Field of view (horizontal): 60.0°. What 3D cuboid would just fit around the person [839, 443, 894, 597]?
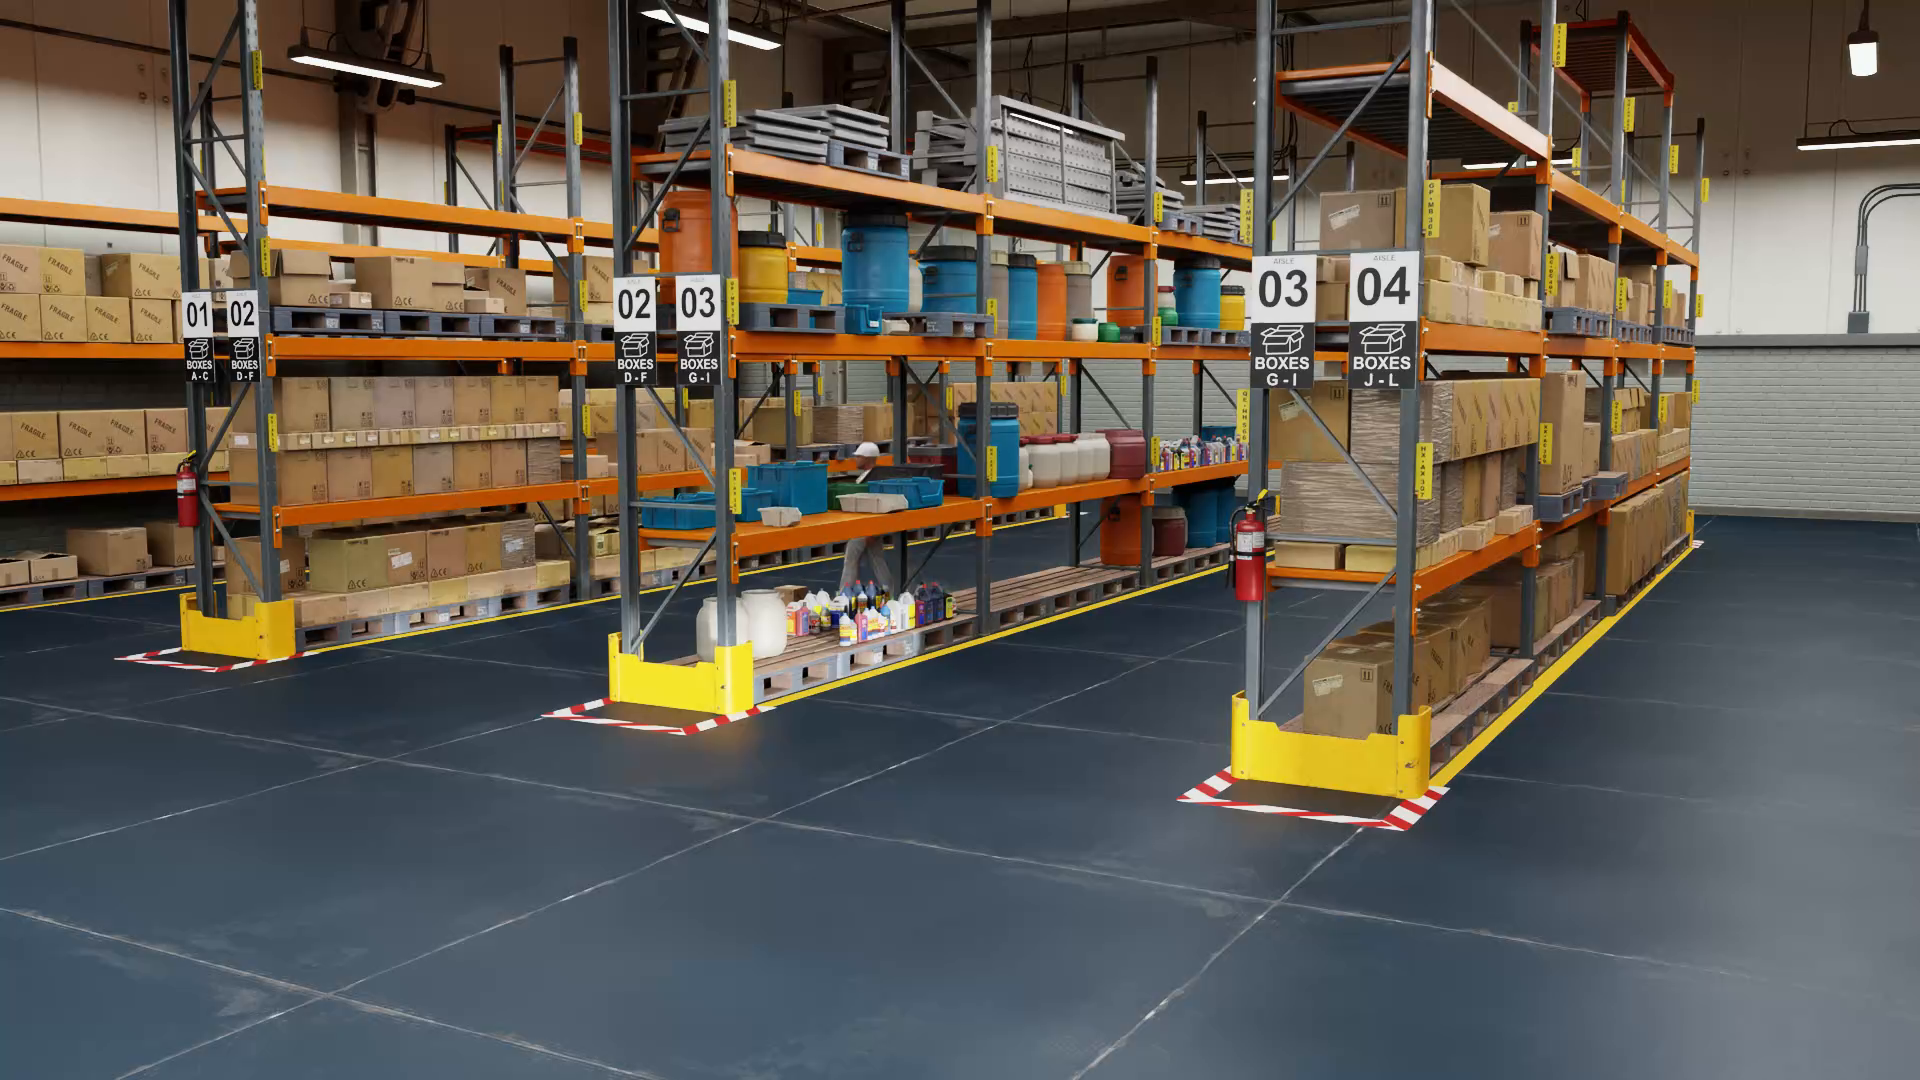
[{"bbox_3d":[-1.060,-0.139,17.278,0.796,1.747,0.580,2,6,15],"label":"person"}]
